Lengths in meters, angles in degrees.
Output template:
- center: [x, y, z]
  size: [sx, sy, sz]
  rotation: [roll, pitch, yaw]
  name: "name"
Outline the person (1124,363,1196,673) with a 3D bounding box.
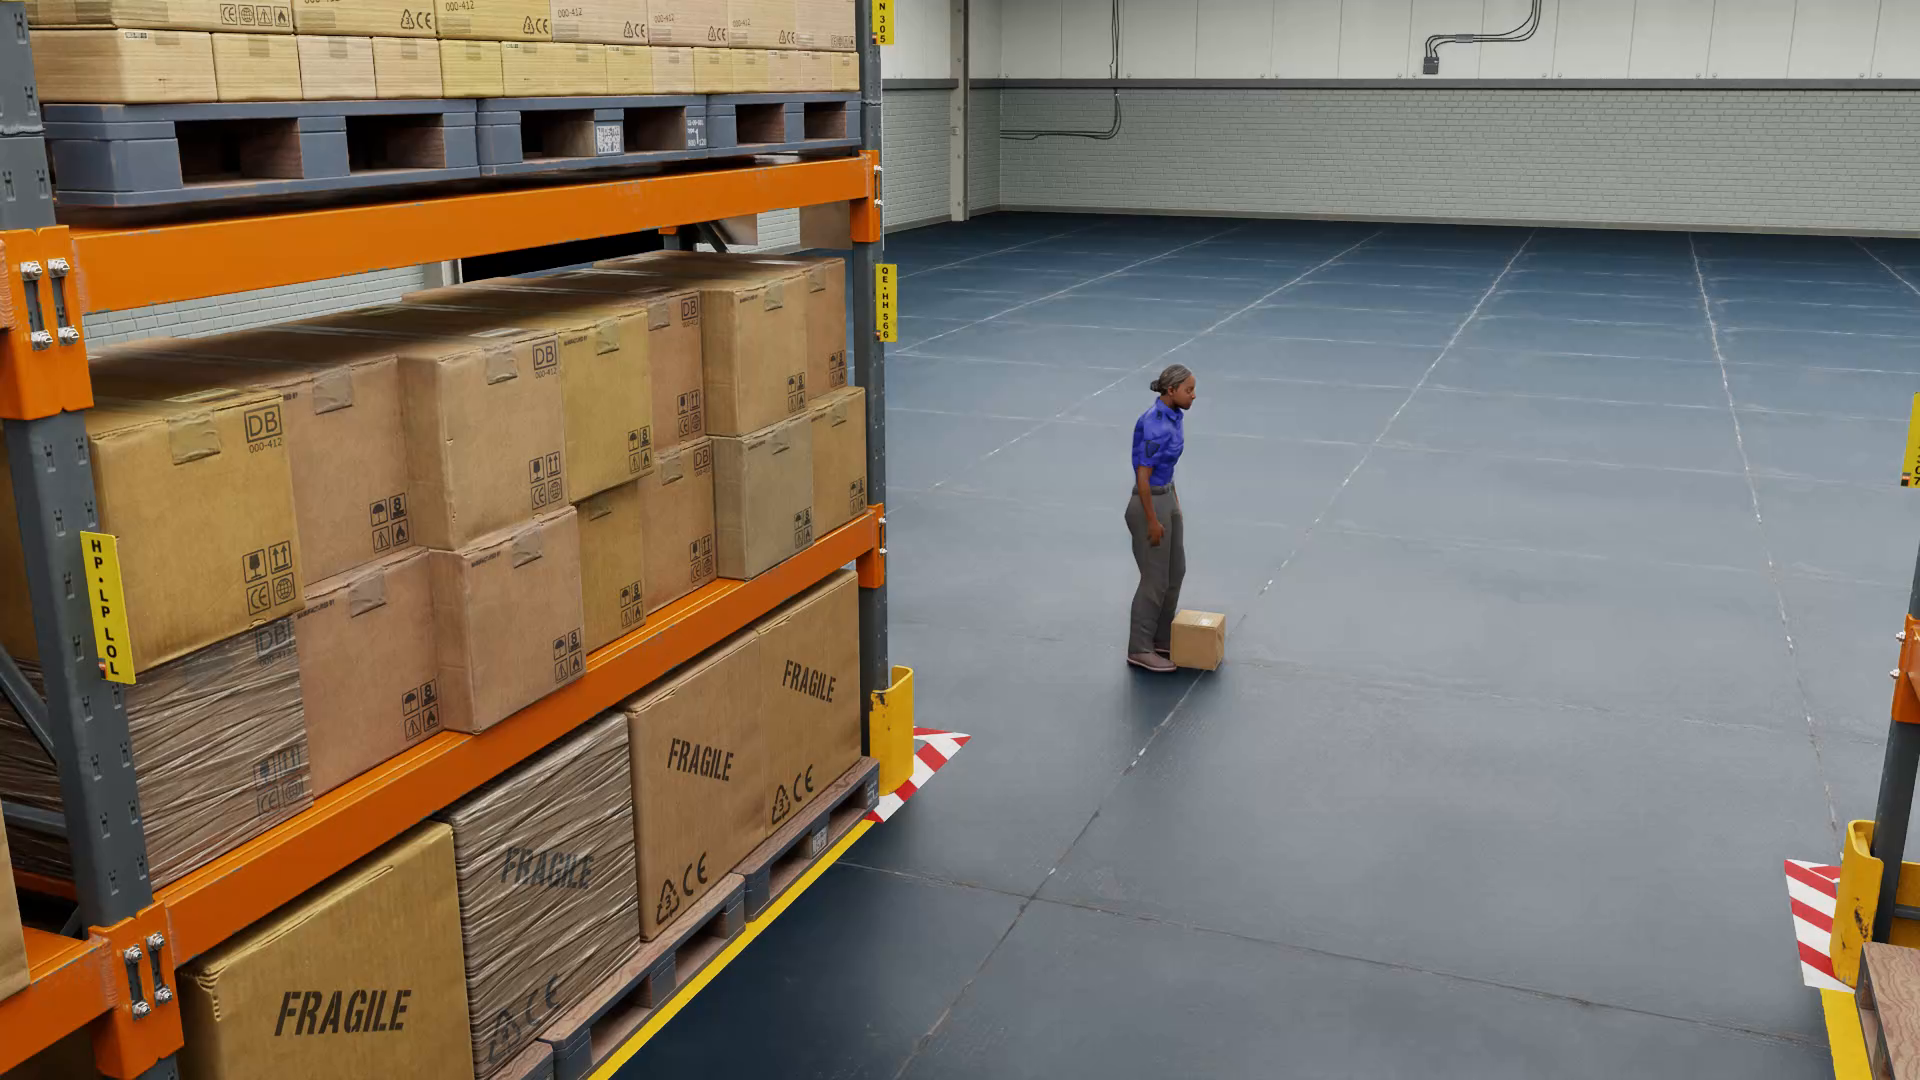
- center: [1.109, -0.143, 9.048]
  size: [0.392, 1.655, 0.505]
  rotation: [6, 17, 21]
  name: "person"
